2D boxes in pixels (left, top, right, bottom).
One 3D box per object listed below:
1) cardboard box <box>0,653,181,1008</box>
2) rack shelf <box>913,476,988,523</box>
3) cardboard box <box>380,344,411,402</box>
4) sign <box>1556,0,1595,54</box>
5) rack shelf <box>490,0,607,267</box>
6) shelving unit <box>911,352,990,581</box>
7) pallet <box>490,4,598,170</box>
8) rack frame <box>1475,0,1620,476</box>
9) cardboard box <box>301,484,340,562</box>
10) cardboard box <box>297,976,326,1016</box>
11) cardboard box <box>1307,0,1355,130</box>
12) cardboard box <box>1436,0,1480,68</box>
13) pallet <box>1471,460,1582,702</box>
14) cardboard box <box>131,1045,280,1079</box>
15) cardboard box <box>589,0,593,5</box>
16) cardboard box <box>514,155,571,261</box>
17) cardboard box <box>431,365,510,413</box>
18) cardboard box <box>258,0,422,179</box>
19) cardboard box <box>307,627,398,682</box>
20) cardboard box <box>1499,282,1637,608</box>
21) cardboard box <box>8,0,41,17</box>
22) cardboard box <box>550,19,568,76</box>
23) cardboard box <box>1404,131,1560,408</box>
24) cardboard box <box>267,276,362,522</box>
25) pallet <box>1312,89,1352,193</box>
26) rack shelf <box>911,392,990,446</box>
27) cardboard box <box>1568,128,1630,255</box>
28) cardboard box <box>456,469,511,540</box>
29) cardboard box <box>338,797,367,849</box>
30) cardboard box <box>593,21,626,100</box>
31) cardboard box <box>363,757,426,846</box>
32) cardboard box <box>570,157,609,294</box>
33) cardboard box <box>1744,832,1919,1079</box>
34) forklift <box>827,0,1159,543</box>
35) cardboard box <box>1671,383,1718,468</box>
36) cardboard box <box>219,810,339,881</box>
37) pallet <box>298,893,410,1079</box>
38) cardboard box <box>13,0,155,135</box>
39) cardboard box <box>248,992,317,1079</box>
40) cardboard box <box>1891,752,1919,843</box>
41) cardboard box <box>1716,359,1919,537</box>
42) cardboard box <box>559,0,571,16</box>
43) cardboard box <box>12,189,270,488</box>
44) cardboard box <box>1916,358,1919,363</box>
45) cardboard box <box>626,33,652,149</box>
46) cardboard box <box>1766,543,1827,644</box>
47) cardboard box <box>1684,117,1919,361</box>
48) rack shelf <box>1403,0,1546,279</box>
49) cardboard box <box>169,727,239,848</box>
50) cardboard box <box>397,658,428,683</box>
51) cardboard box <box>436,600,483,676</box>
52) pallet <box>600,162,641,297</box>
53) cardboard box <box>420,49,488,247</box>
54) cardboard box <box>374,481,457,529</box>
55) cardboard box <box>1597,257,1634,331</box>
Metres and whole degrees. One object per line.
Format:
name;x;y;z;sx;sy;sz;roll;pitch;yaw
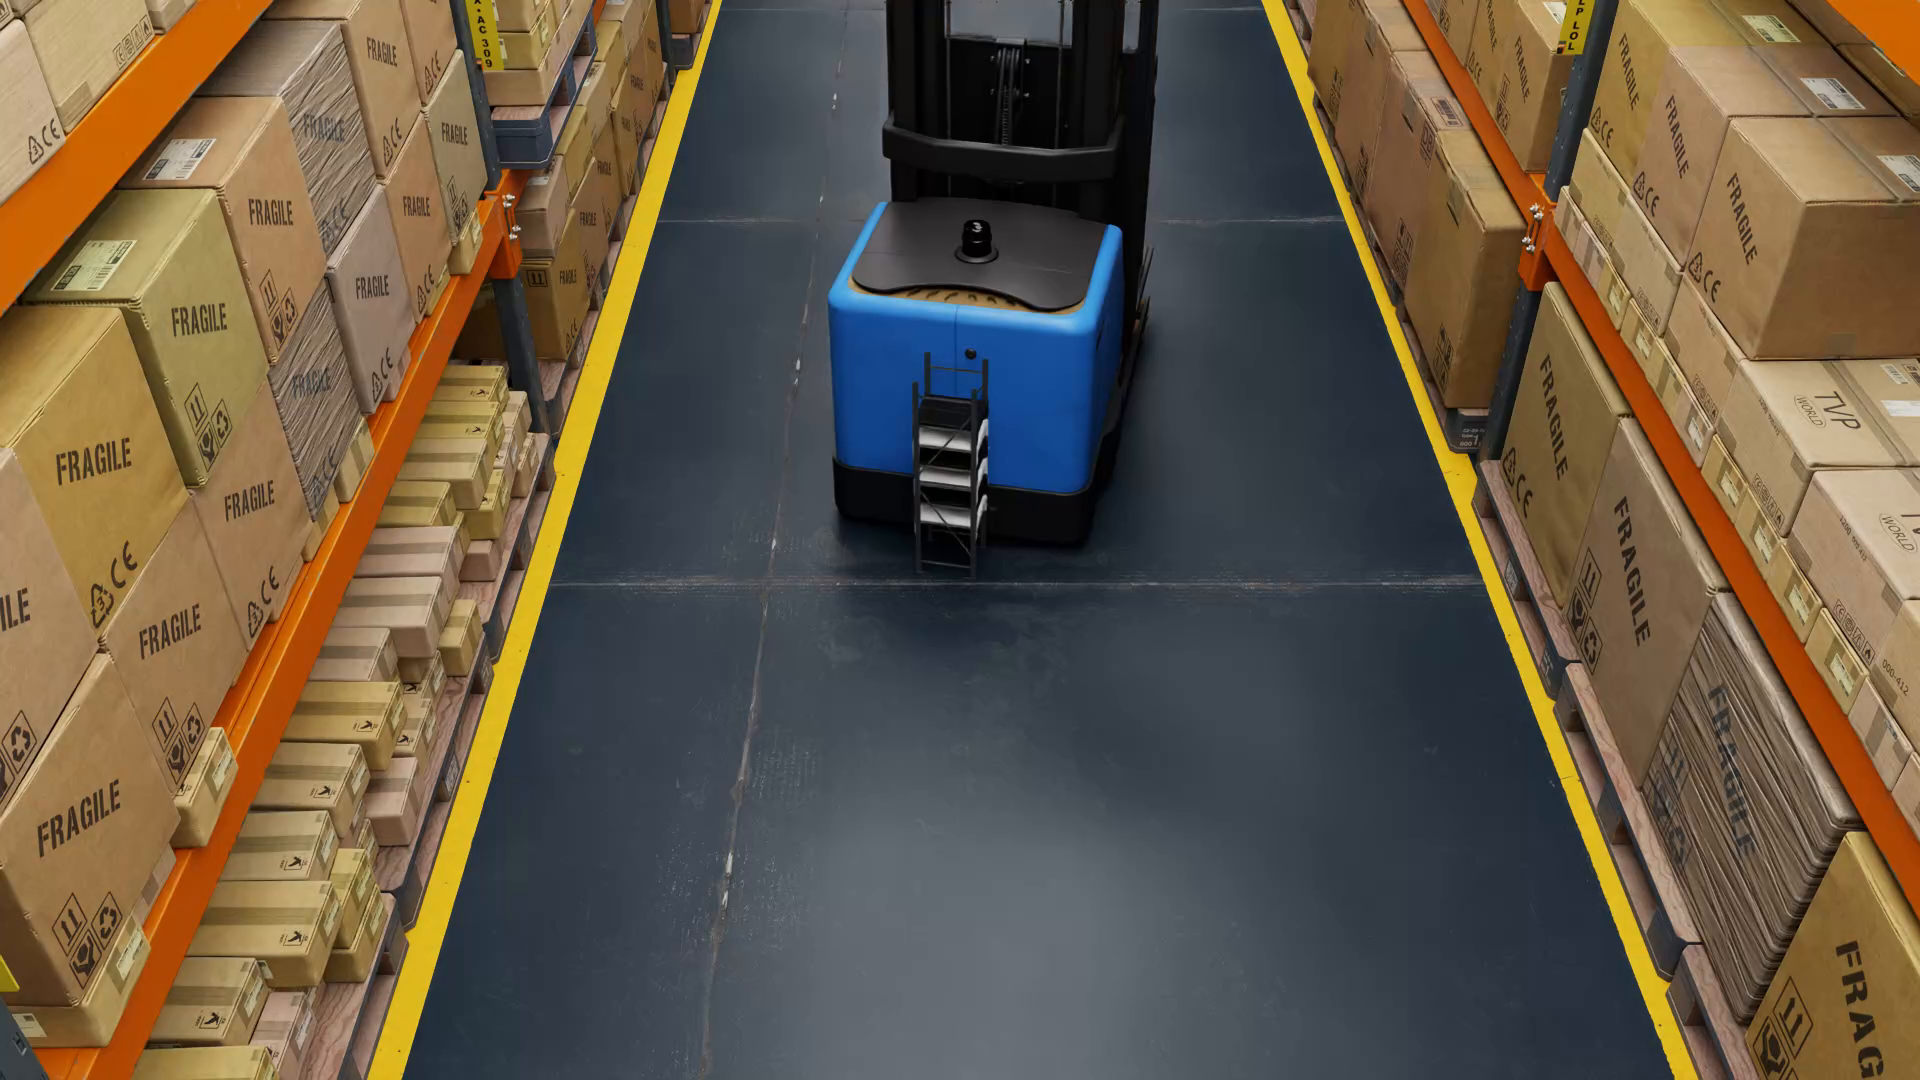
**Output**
cardboard box;-1.973;0.569;3.324;0.500;0.500;0.500;2;39;2
rack shelf;-0.035;-0.173;6.444;0.258;0.077;0.200;8;39;9
cardboard box;-1.963;-0.561;5.252;0.380;0.149;0.250;-2;39;-2
sign;2.164;-1.851;5.799;0.100;0.325;0.005;0;39;0
rack shelf;-2.256;-2.467;8.004;1.077;0.370;4.000;0;39;0
shelving unit;-0.035;-0.269;6.367;0.258;0.900;0.210;8;39;9
pallet;-2.109;-1.900;6.875;1.003;0.211;1.213;0;39;0
rack frame;2.707;-1.437;6.144;1.000;3.000;0.127;0;39;0
cardboard box;-1.974;-0.075;4.646;0.380;0.149;0.250;1;39;2
cardboard box;-2.019;1.307;4.665;0.380;0.149;0.250;0;39;0
cardboard box;2.682;-2.842;9.260;1.225;0.875;0.875;-2;39;-2
cardboard box;2.432;-2.404;7.272;0.500;0.500;0.500;0;39;-1
pallet;2.629;0.127;6.423;1.003;0.211;1.213;0;39;0
cardboard box;-1.910;1.393;4.081;0.380;0.149;0.250;-2;39;-2
cardboard box;-1.796;-2.455;7.280;0.380;0.149;0.250;-2;39;-2
cardboard box;-1.990;-1.440;7.212;0.500;0.250;0.500;-2;39;-2
cardboard box;-1.993;-0.558;6.516;0.380;0.149;0.250;1;39;1
cardboard box;-1.976;-1.425;5.012;0.500;0.500;0.500;-1;39;-1
cardboard box;-2.027;0.413;5.304;0.380;0.149;0.250;0;39;0
cardboard box;2.627;-0.359;6.162;0.875;0.875;0.875;0;39;0
cardboard box;-1.980;-1.219;3.194;0.500;0.250;0.500;0;39;0
cardboard box;-1.800;-1.982;6.690;0.380;0.149;0.250;1;39;1
cardboard box;2.686;-1.172;7.177;1.225;0.875;0.875;0;39;0
cardboard box;-1.994;-0.391;4.521;0.500;0.500;0.500;-1;39;-1
pallet;2.628;-2.357;9.523;1.003;0.211;1.213;0;39;0
rack shelf;-0.035;-0.454;6.219;0.258;0.077;0.200;8;39;9
cardboard box;2.445;-1.200;5.731;0.500;0.250;0.500;-1;39;-1
cardboard box;-1.904;-0.130;6.220;0.380;0.149;0.250;-1;39;-2
cardboard box;-2.012;0.859;4.986;0.380;0.149;0.250;-2;39;-2
cardboard box;-1.999;-2.418;8.432;0.500;0.250;0.500;1;39;1
cardboard box;-1.918;0.831;5.258;0.380;0.149;0.250;-2;39;-2
cardboard box;-1.991;-1.478;7.859;0.500;0.500;0.500;2;39;2
cardboard box;2.631;1.330;4.055;0.875;0.875;0.875;0;39;0
forklift;0.296;-2.056;6.972;1.130;2.935;3.031;8;39;9
cardboard box;2.376;-0.343;4.980;0.380;0.149;0.250;0;39;0
cardboard box;-1.986;0.908;4.686;0.380;0.149;0.250;-2;39;-2
pallet;-2.214;1.537;4.663;1.003;0.211;1.213;0;39;0
cardboard box;-2.003;-1.039;3.370;0.500;0.250;0.500;-1;39;-2
cardboard box;-1.937;1.338;4.387;0.380;0.149;0.250;0;39;0
cardboard box;2.380;0.620;3.779;0.380;0.149;0.250;0;39;0
cardboard box;2.440;-0.257;4.554;0.500;0.250;0.500;0;39;0
cardboard box;-1.797;-2.249;6.784;0.380;0.149;0.250;1;39;1
cardboard box;-1.969;-0.462;3.811;0.500;0.500;0.500;-1;39;-1
cardboard box;2.973;-0.576;4.952;0.500;0.250;0.500;1;39;1
cardboard box;-1.999;-2.450;9.072;0.500;0.500;0.500;1;39;2
cardboard box;2.378;0.139;4.379;0.380;0.149;0.250;0;39;0
cardboard box;2.450;-0.854;4.699;0.500;0.500;0.500;-1;39;-1
rack shelf;2.704;-2.407;7.930;1.077;0.370;4.000;0;39;0
cardboard box;-1.910;0.573;3.838;0.380;0.149;0.250;-1;39;-1
cardboard box;-2.002;0.353;5.617;0.380;0.149;0.250;-2;39;-2
cardboard box;-1.911;0.344;5.866;0.380;0.149;0.250;0;39;0
pallet;-2.260;-1.660;8.653;1.003;0.211;1.213;0;39;0
cardboard box;-1.970;-1.349;5.717;0.500;0.500;0.500;0;39;0
cardboard box;-2.023;-0.080;5.919;0.380;0.149;0.250;1;39;1
cardboard box;2.376;-0.825;5.581;0.380;0.149;0.250;1;39;1
